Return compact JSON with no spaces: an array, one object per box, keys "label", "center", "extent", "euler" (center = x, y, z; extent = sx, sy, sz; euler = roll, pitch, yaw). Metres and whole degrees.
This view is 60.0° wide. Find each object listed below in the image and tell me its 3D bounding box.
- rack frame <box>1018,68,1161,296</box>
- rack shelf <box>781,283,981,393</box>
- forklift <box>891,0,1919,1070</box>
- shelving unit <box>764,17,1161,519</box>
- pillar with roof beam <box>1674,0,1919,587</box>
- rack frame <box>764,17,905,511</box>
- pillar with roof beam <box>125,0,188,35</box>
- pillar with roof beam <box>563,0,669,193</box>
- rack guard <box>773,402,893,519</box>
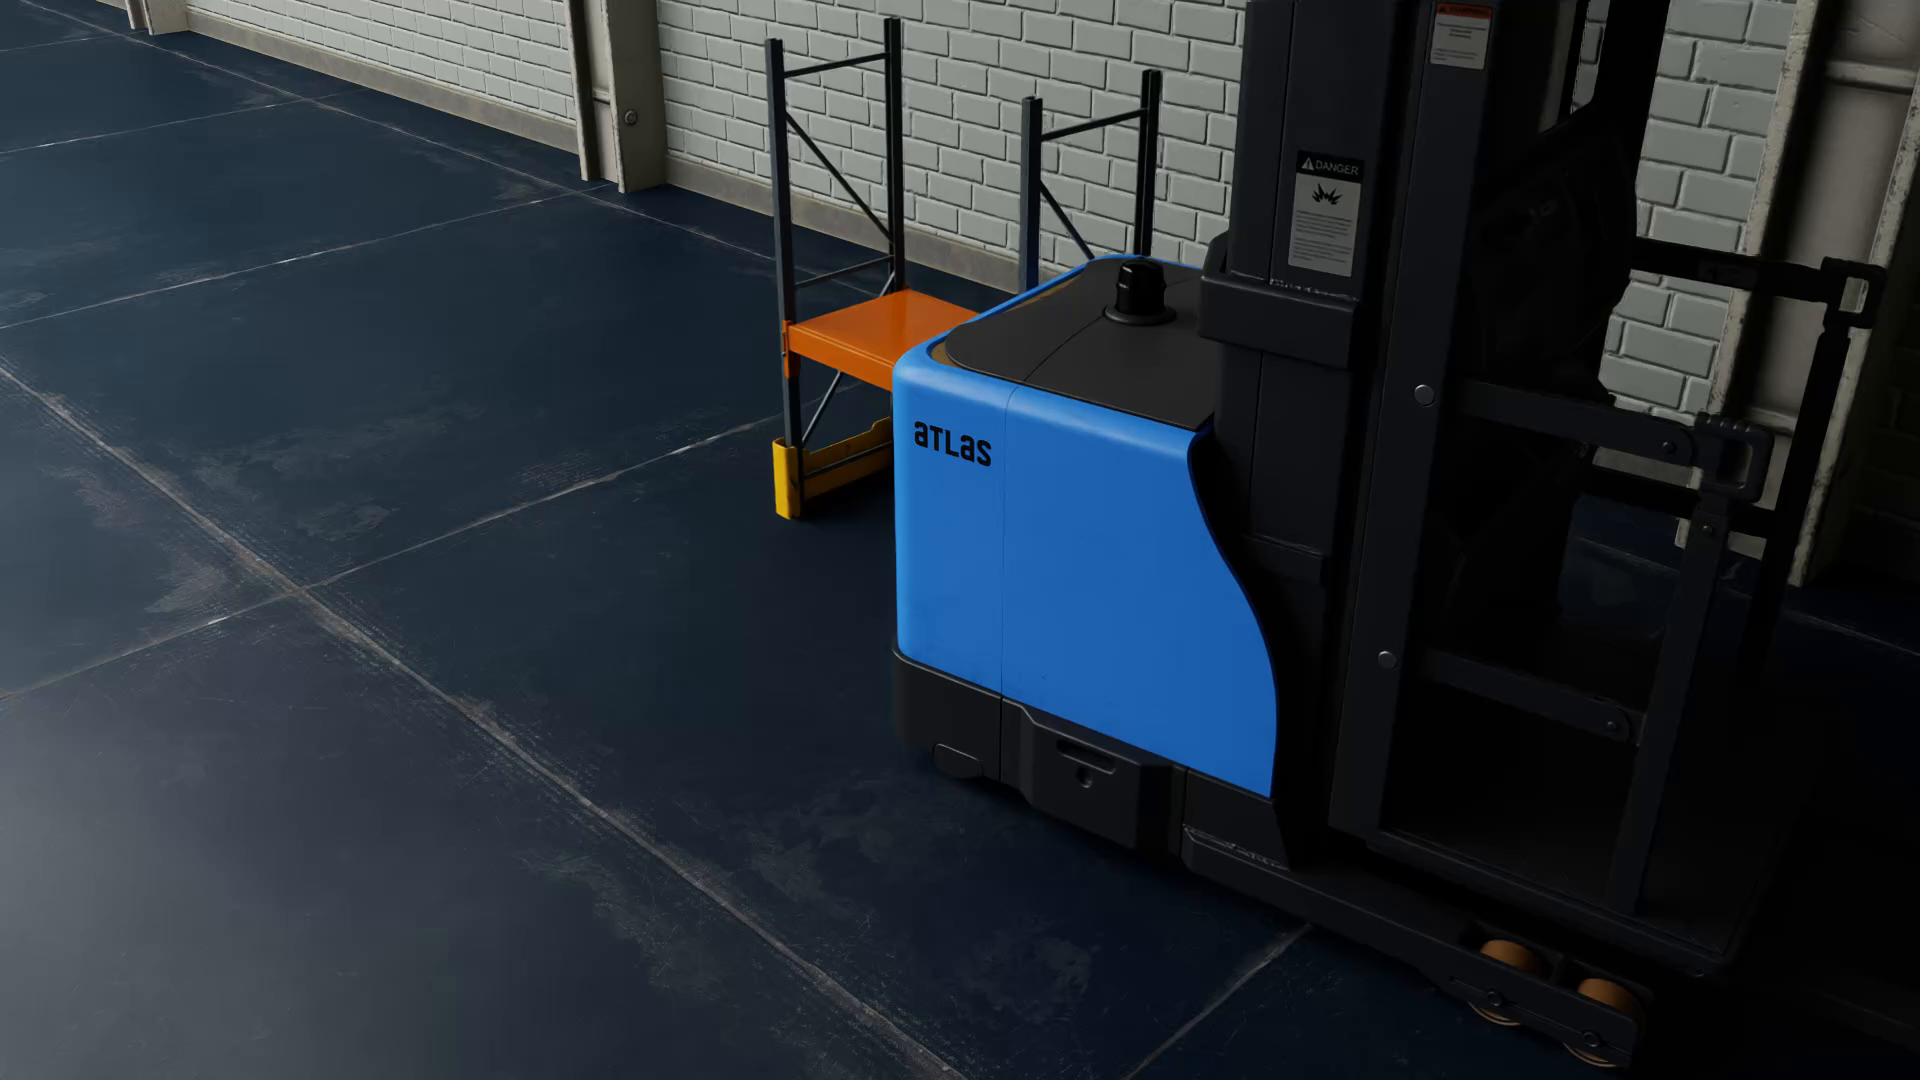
[{"label":"rack frame","center":[0.341,-0.498,4.586],"extent":[0.500,1.500,0.032],"euler":[-24,36,-38]},{"label":"rack shelf","center":[-0.014,-0.508,4.992],"extent":[0.538,0.185,1.000],"euler":[-24,36,-38]},{"label":"forklift","center":[1.325,-0.542,3.132],"extent":[3.031,2.935,1.130],"euler":[18,33,31]},{"label":"shelving unit","center":[-0.020,-0.671,4.914],"extent":[0.587,1.500,1.083],"euler":[-24,36,-38]},{"label":"pillar with roof beam","center":[-0.528,-2.526,0.385],"extent":[0.400,9.000,9.100],"euler":[25,36,38]},{"label":"rack frame","center":[-0.368,-0.837,5.230],"extent":[0.500,1.500,0.032],"euler":[-24,36,-38]},{"label":"pillar with roof beam","center":[-9.085,-6.441,7.831],"extent":[0.400,9.000,9.100],"euler":[25,36,38]},{"label":"pillar with roof beam","center":[-4.806,-4.484,4.108],"extent":[0.400,9.000,9.100],"euler":[25,36,38]},{"label":"rack guard","center":[-0.368,-0.283,5.521],"extent":[0.587,0.250,0.087],"euler":[-24,36,-38]}]
